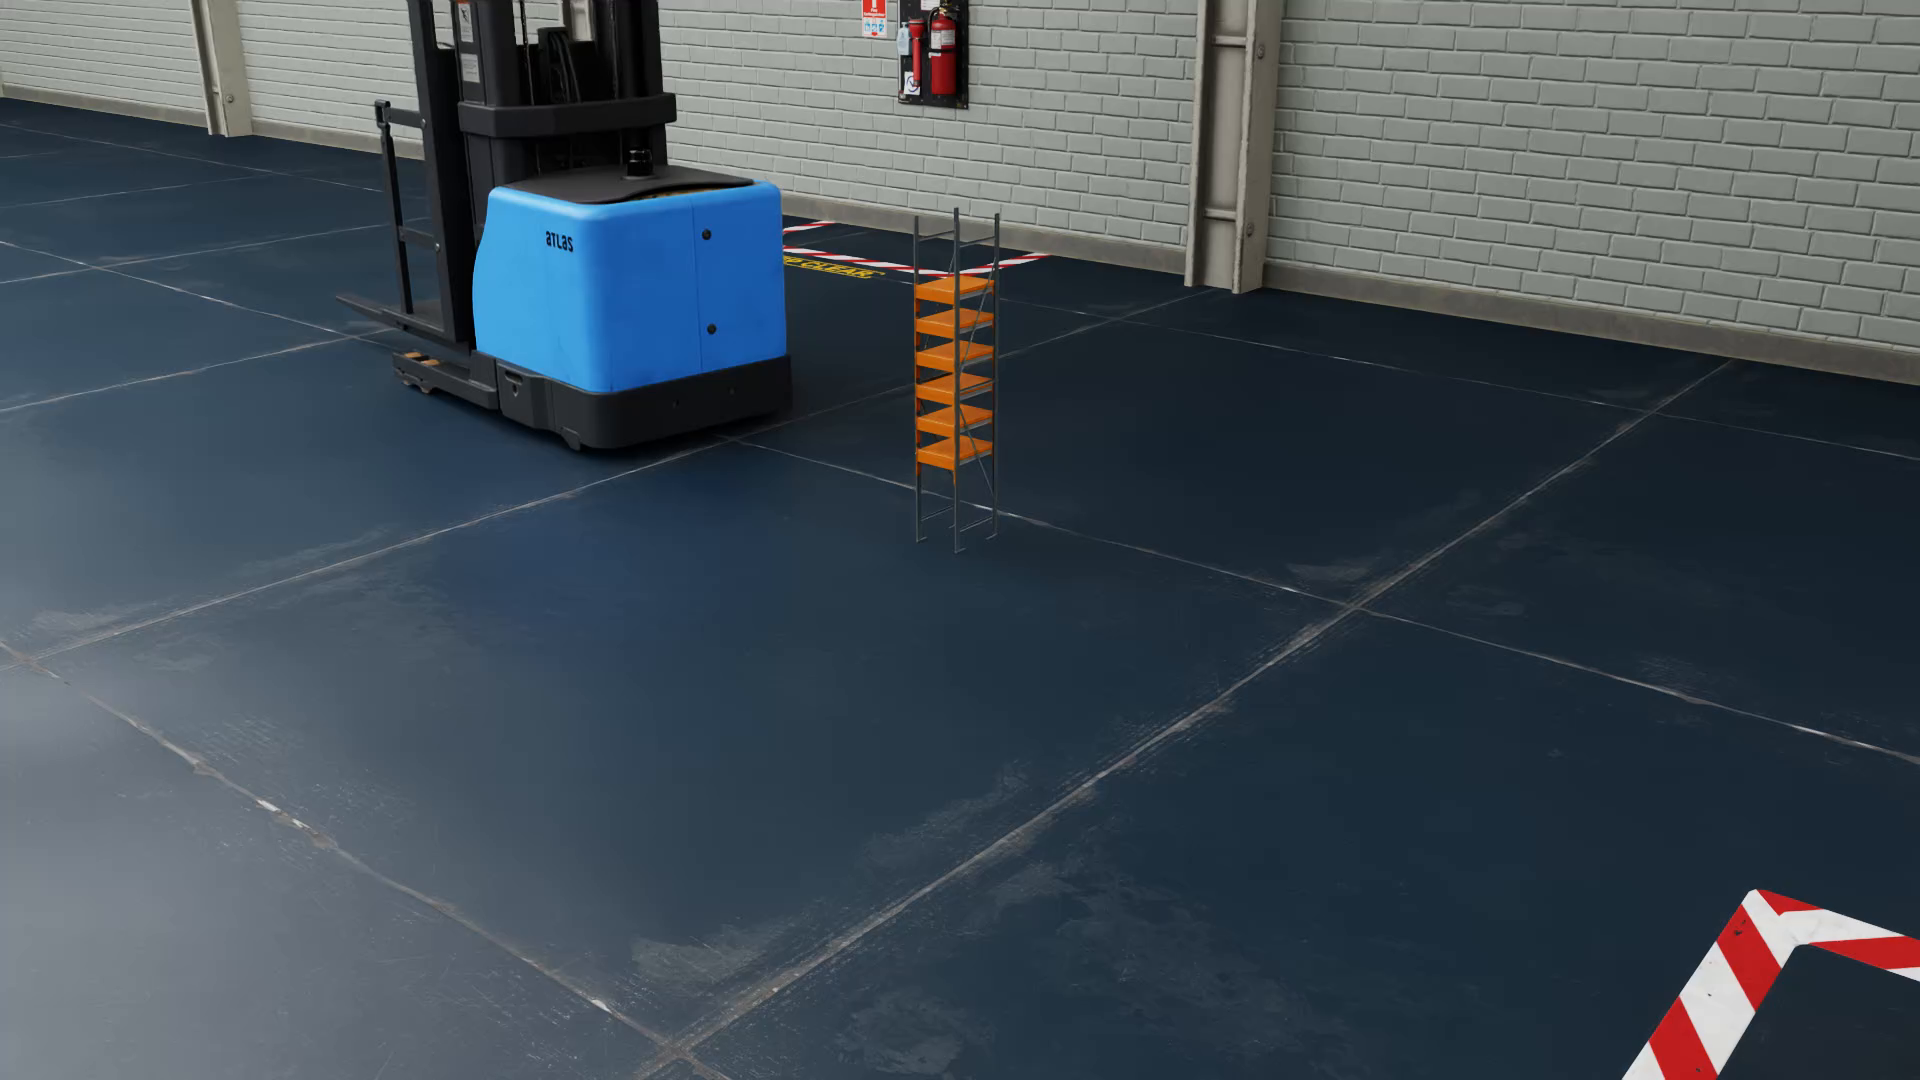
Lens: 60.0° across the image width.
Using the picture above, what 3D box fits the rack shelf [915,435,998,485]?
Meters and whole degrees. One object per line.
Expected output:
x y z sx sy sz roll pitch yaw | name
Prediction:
-0.011 -0.298 6.065 0.180 0.103 0.258 16 26 36 | rack shelf

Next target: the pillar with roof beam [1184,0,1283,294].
-1.074 -4.621 5.669 0.400 9.000 9.100 16 26 36 | pillar with roof beam

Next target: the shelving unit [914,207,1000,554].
-0.011 -0.565 5.965 0.189 1.200 0.258 16 26 36 | shelving unit

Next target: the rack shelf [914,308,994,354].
-0.011 -0.748 5.896 0.180 0.103 0.258 16 26 36 | rack shelf

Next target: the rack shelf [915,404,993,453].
-0.011 -0.411 6.023 0.180 0.103 0.258 16 26 36 | rack shelf

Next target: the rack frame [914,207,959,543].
-0.082 -0.585 6.019 0.006 1.200 0.240 16 26 36 | rack frame

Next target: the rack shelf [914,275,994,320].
-0.011 -0.860 5.854 0.180 0.103 0.258 16 26 36 | rack shelf

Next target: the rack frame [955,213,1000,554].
0.060 -0.544 5.911 0.006 1.200 0.240 16 26 36 | rack frame

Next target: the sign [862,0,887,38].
-0.606 -3.721 11.733 0.234 0.329 0.001 16 26 36 | sign

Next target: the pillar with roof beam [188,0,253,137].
-10.371 -7.298 12.768 0.400 9.000 9.100 16 26 36 | pillar with roof beam

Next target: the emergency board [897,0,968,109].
-0.243 -3.552 11.337 0.643 1.169 0.194 16 26 36 | emergency board

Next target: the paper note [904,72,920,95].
-0.336 -3.199 11.648 0.142 0.148 0.016 16 26 36 | paper note

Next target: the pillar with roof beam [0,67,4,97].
-15.019 -8.637 16.318 0.400 9.000 9.100 16 26 36 | pillar with roof beam

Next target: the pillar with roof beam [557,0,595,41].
-5.723 -5.960 9.218 0.400 9.000 9.100 16 26 36 | pillar with roof beam

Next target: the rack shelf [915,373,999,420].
-0.011 -0.523 5.981 0.180 0.103 0.258 16 26 36 | rack shelf

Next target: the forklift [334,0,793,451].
-2.138 -2.186 7.812 1.130 2.935 3.031 -18 27 -40 | forklift

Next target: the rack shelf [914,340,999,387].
-0.011 -0.635 5.938 0.180 0.103 0.258 16 26 36 | rack shelf
